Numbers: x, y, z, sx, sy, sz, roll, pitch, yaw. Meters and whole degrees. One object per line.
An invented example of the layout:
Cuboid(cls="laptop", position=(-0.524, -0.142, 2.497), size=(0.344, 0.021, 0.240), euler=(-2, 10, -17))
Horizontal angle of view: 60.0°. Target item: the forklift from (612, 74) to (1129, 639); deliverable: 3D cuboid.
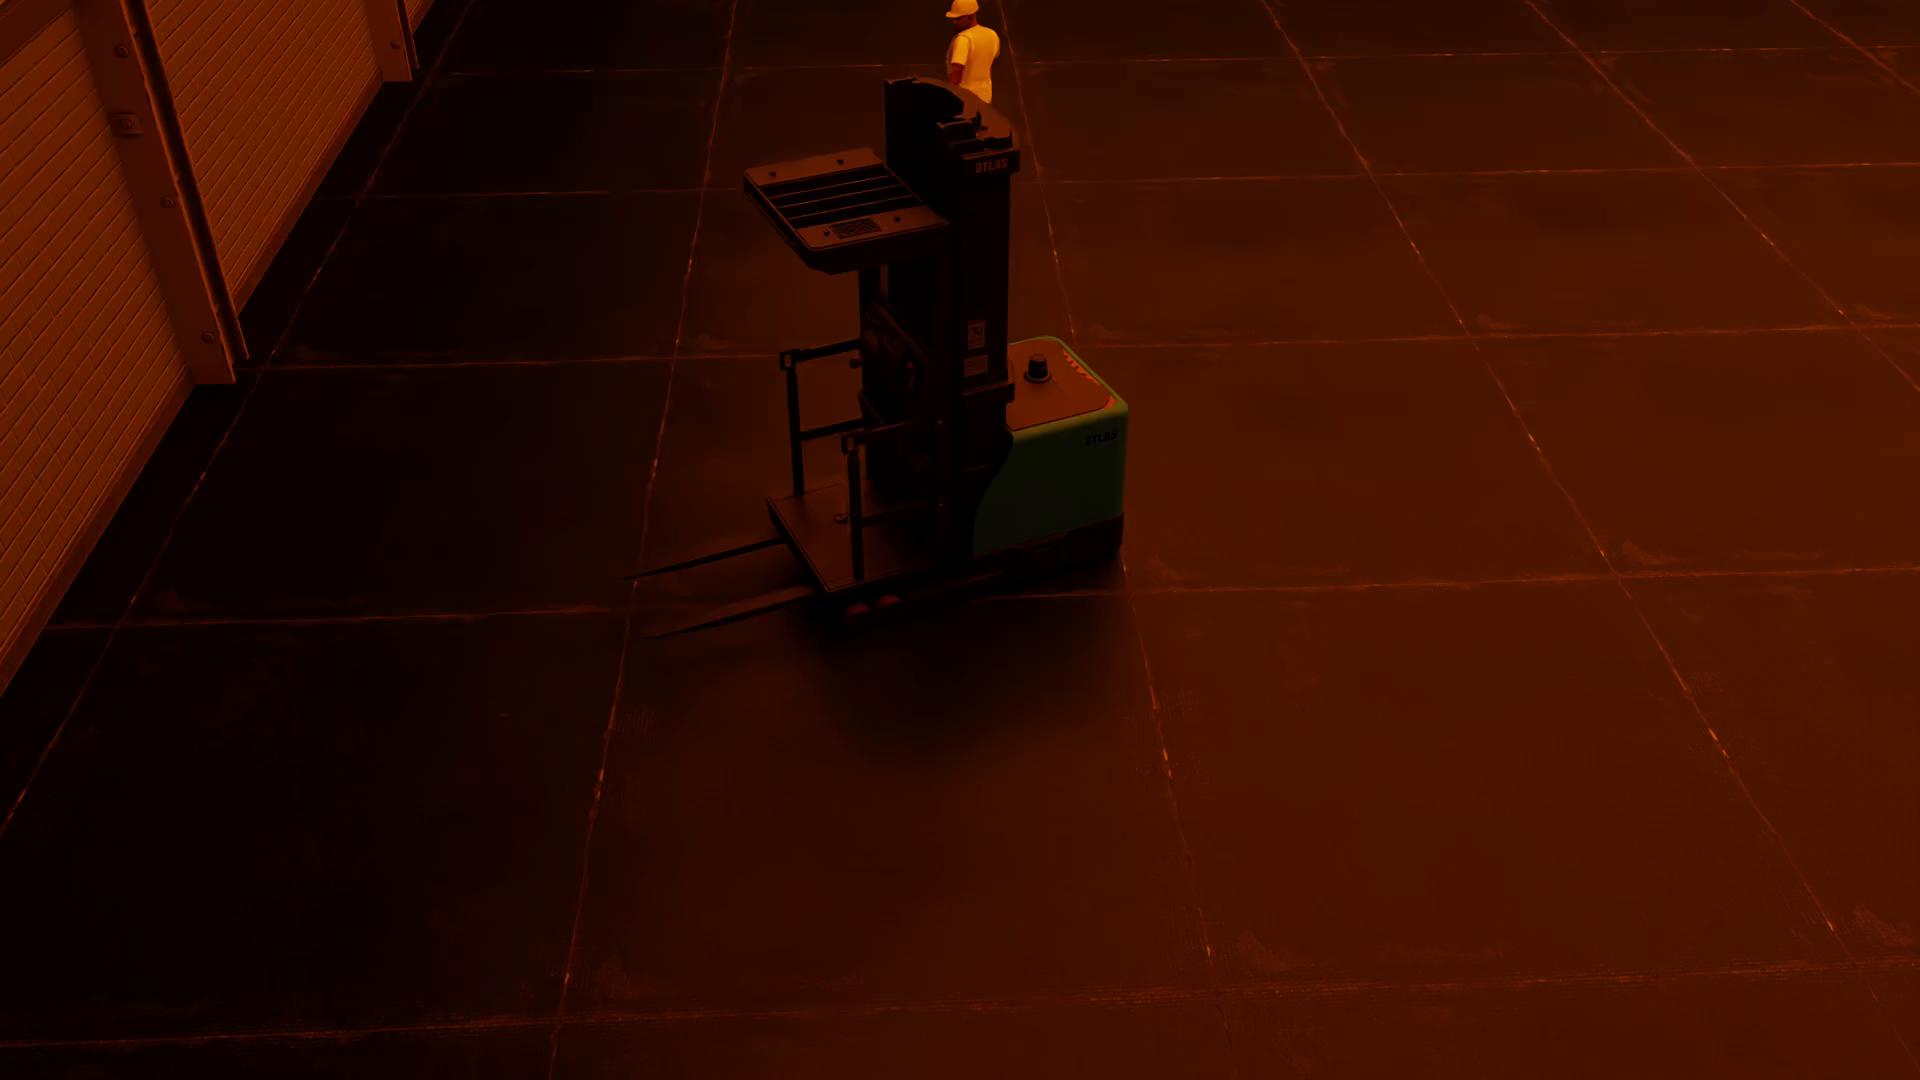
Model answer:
Cuboid(cls="forklift", position=(-0.550, -1.001, 9.385), size=(3.031, 2.935, 1.130), euler=(-15, 39, -20))

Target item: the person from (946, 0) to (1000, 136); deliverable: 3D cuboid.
Cuboid(cls="person", position=(0.047, -3.835, 14.356), size=(0.753, 1.714, 0.753), euler=(-19, 40, -24))
